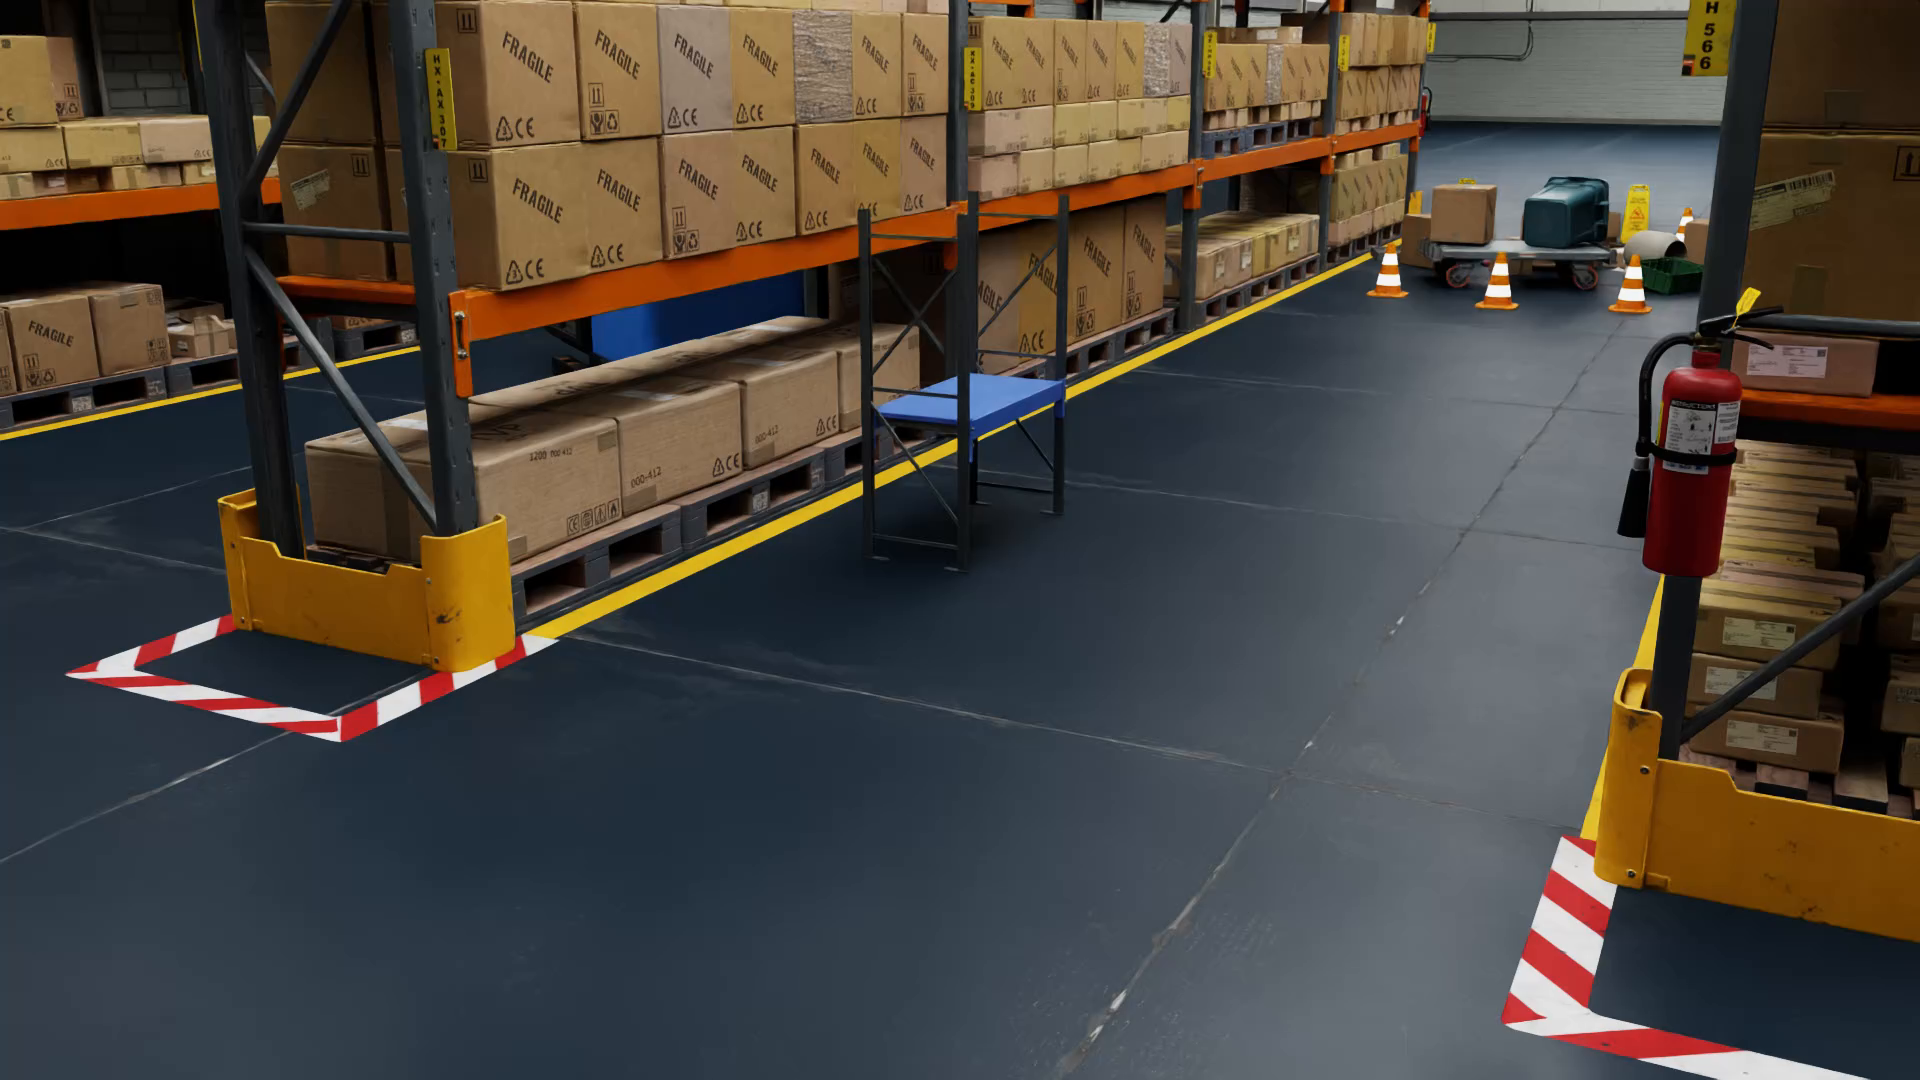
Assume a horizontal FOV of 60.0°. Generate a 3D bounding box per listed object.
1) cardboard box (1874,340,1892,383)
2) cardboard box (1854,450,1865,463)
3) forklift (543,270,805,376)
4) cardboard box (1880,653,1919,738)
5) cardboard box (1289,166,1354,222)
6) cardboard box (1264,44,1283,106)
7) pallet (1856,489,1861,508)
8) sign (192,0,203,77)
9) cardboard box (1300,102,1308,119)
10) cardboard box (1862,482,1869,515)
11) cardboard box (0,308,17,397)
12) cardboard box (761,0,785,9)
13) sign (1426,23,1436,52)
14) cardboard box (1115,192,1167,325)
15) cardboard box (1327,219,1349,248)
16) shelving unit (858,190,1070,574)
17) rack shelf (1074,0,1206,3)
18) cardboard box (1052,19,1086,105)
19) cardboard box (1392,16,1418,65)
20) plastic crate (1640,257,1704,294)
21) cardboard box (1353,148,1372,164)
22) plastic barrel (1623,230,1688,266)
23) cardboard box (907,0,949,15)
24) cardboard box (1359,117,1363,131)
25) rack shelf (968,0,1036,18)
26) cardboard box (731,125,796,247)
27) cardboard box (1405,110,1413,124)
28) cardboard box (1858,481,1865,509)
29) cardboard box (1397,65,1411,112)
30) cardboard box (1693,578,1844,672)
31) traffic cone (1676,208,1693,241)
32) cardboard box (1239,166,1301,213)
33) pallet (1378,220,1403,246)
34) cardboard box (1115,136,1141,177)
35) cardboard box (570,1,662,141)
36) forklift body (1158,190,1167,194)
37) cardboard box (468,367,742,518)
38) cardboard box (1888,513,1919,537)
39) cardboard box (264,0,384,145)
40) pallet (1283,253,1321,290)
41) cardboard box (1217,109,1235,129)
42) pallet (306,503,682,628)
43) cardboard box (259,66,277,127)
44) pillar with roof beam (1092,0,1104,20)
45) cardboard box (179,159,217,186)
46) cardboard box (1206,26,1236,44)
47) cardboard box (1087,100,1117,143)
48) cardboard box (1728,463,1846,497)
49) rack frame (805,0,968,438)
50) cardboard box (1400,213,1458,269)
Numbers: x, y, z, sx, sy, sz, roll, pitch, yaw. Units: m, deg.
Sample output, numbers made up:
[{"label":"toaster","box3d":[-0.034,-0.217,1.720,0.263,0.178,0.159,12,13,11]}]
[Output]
[{"label":"cardboard box","box3d":[2.295,-0.535,4.497,0.380,0.149,0.250,8,18,25]},{"label":"cardboard box","box3d":[4.612,-0.654,8.110,0.500,0.500,0.500,9,19,28]},{"label":"forklift","box3d":[-2.067,-2.469,10.689,1.130,2.935,3.031,-9,19,-28]},{"label":"cardboard box","box3d":[2.721,0.444,4.507,0.380,0.149,0.250,9,19,28]},{"label":"cardboard box","box3d":[3.651,-3.497,16.804,0.500,0.500,0.500,9,19,28]},{"label":"cardboard box","box3d":[2.455,-3.992,14.262,0.500,0.500,0.500,7,18,23]},{"label":"pallet","box3d":[3.776,0.016,7.100,1.003,0.211,1.213,8,18,25]},{"label":"sign","box3d":[-2.695,-1.823,5.943,0.100,0.325,0.005,8,18,25]},{"label":"cardboard box","box3d":[2.946,-3.918,15.150,0.380,0.149,0.250,8,18,24]},{"label":"cardboard box","box3d":[3.775,-0.161,6.544,0.380,0.149,0.250,8,18,26]},{"label":"cardboard box","box3d":[-5.883,-1.072,9.517,0.700,0.500,0.500,9,19,28]},{"label":"cardboard box","box3d":[-1.006,-2.438,7.392,0.380,0.149,0.250,8,18,25]},{"label":"sign","box3d":[5.421,-5.788,19.154,0.100,0.325,0.005,8,18,25]},{"label":"cardboard box","box3d":[0.976,-2.137,12.444,0.875,0.875,0.875,8,18,25]},{"label":"cardboard box","box3d":[3.651,-3.137,16.910,0.500,0.250,0.500,7,18,23]},{"label":"shelving unit","box3d":[0.038,-0.741,7.384,0.538,1.500,1.048,8,18,25]},{"label":"rack shelf","box3d":[0.465,-3.703,10.718,1.077,0.370,4.000,8,18,25]},{"label":"cardboard box","box3d":[0.454,-2.964,10.303,0.500,0.500,0.500,8,18,24]},{"label":"cardboard box","box3d":[4.532,-5.398,17.976,0.700,0.500,0.500,8,18,25]},{"label":"plastic crate","box3d":[6.525,-2.425,15.257,0.662,0.188,0.450,-11,30,-32]},{"label":"cardboard box","box3d":[4.106,-4.032,17.466,0.380,0.149,0.250,9,19,29]},{"label":"plastic barrel","box3d":[6.754,-2.783,16.151,0.421,0.421,0.512,-7,18,-22]},{"label":"cardboard box","box3d":[-0.282,-2.820,8.678,0.380,0.149,0.250,8,18,24]},{"label":"cardboard box","box3d":[3.964,-4.330,17.276,0.380,0.149,0.250,8,18,25]},{"label":"rack shelf","box3d":[-0.403,-6.371,19.702,1.077,0.370,4.000,8,18,25]},{"label":"cardboard box","box3d":[-1.091,-1.605,7.483,0.500,0.500,0.500,9,19,27]},{"label":"cardboard box","box3d":[4.944,-4.835,18.977,0.380,0.149,0.250,8,18,25]},{"label":"cardboard box","box3d":[3.983,-0.132,6.971,0.380,0.149,0.250,9,19,27]},{"label":"cardboard box","box3d":[4.709,-5.047,18.551,0.500,0.500,0.500,8,18,25]},{"label":"cardboard box","box3d":[2.267,0.236,4.688,0.380,0.149,0.250,8,18,26]},{"label":"traffic cone","box3d":[7.899,-3.382,18.099,0.336,0.463,0.334,8,18,25]},{"label":"cardboard box","box3d":[3.170,-3.566,17.036,0.500,0.500,0.500,8,18,25]},{"label":"pallet","box3d":[4.505,-3.598,19.269,1.003,0.211,1.213,8,18,25]},{"label":"cardboard box","box3d":[0.911,-2.627,11.365,0.500,0.250,0.500,8,18,25]},{"label":"cardboard box","box3d":[-1.522,-1.827,6.476,0.500,0.500,0.500,8,18,24]},{"label":"forklift body","box3d":[1.276,-4.666,19.455,2.313,2.155,1.214,8,18,25]},{"label":"cardboard box","box3d":[-1.609,-0.470,7.600,0.875,0.438,0.875,9,19,27]},{"label":"cardboard box","box3d":[3.207,0.036,5.360,0.380,0.149,0.250,9,19,28]},{"label":"cardboard box","box3d":[-2.214,-1.762,6.256,0.500,0.500,0.500,9,19,27]},{"label":"pallet","box3d":[2.799,-2.603,15.917,1.003,0.211,1.213,8,18,25]},{"label":"cardboard box","box3d":[1.990,-3.391,13.376,0.380,0.149,0.250,7,18,22]},{"label":"pallet","box3d":[-1.929,0.042,7.014,1.003,0.211,1.213,8,18,25]},{"label":"cardboard box","box3d":[-4.455,-3.075,11.696,0.700,0.500,0.500,9,19,27]},{"label":"pillar with roof beam","box3d":[5.906,-9.581,23.978,9.100,9.000,0.400,8,18,25]},{"label":"cardboard box","box3d":[-4.979,-2.359,10.639,0.380,0.149,0.250,9,19,27]},{"label":"cardboard box","box3d":[2.226,-4.476,14.752,0.380,0.149,0.250,9,19,28]},{"label":"cardboard box","box3d":[0.701,-2.735,10.850,0.500,0.250,0.500,7,18,24]},{"label":"cardboard box","box3d":[2.984,-0.160,6.019,0.380,0.149,0.250,8,18,26]},{"label":"rack frame","box3d":[-0.429,-2.100,9.328,1.000,3.000,0.127,8,18,25]},{"label":"cardboard box","box3d":[4.842,-3.041,16.880,0.500,0.500,0.500,-7,18,-22]}]
